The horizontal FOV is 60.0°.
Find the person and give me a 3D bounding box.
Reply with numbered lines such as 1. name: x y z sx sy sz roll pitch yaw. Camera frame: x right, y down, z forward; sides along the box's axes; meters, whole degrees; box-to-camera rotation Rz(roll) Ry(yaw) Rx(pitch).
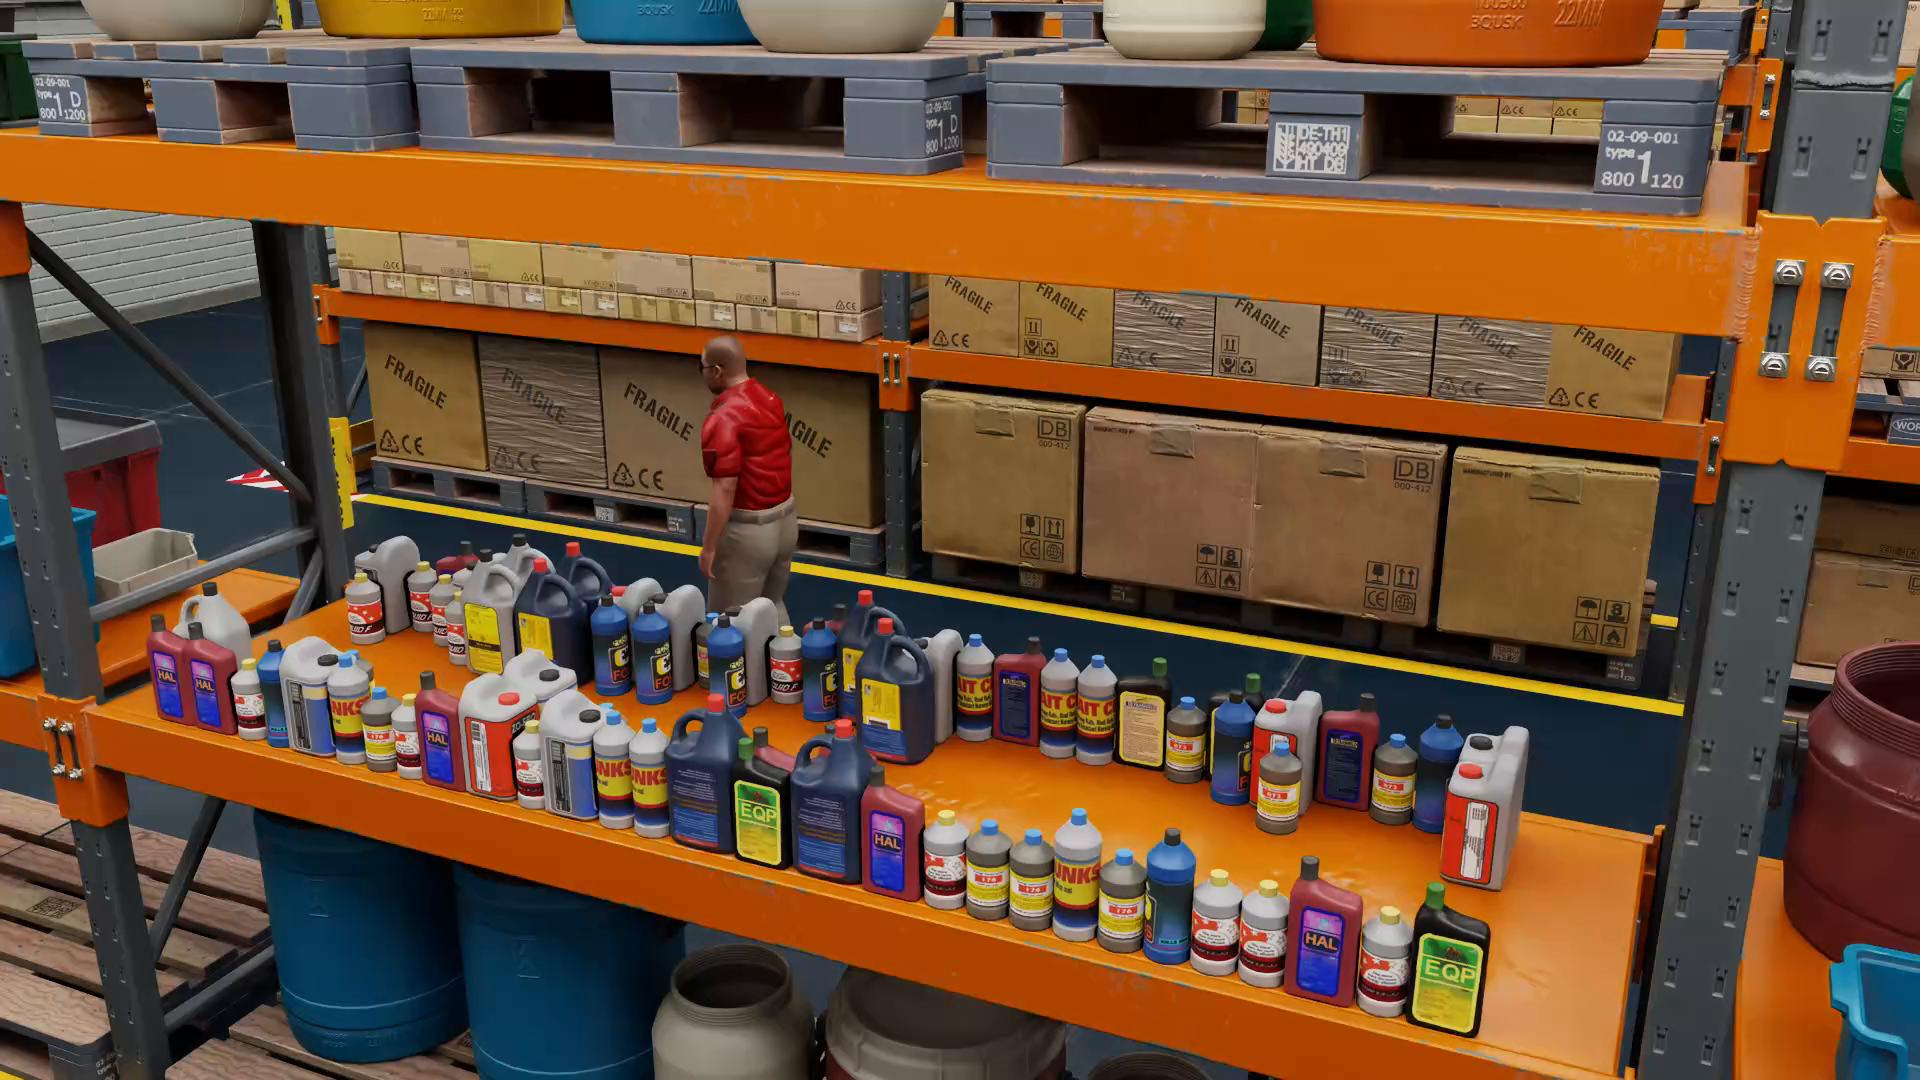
1. person: -0.923 -0.029 7.168 0.394 1.727 0.587 8 21 23
